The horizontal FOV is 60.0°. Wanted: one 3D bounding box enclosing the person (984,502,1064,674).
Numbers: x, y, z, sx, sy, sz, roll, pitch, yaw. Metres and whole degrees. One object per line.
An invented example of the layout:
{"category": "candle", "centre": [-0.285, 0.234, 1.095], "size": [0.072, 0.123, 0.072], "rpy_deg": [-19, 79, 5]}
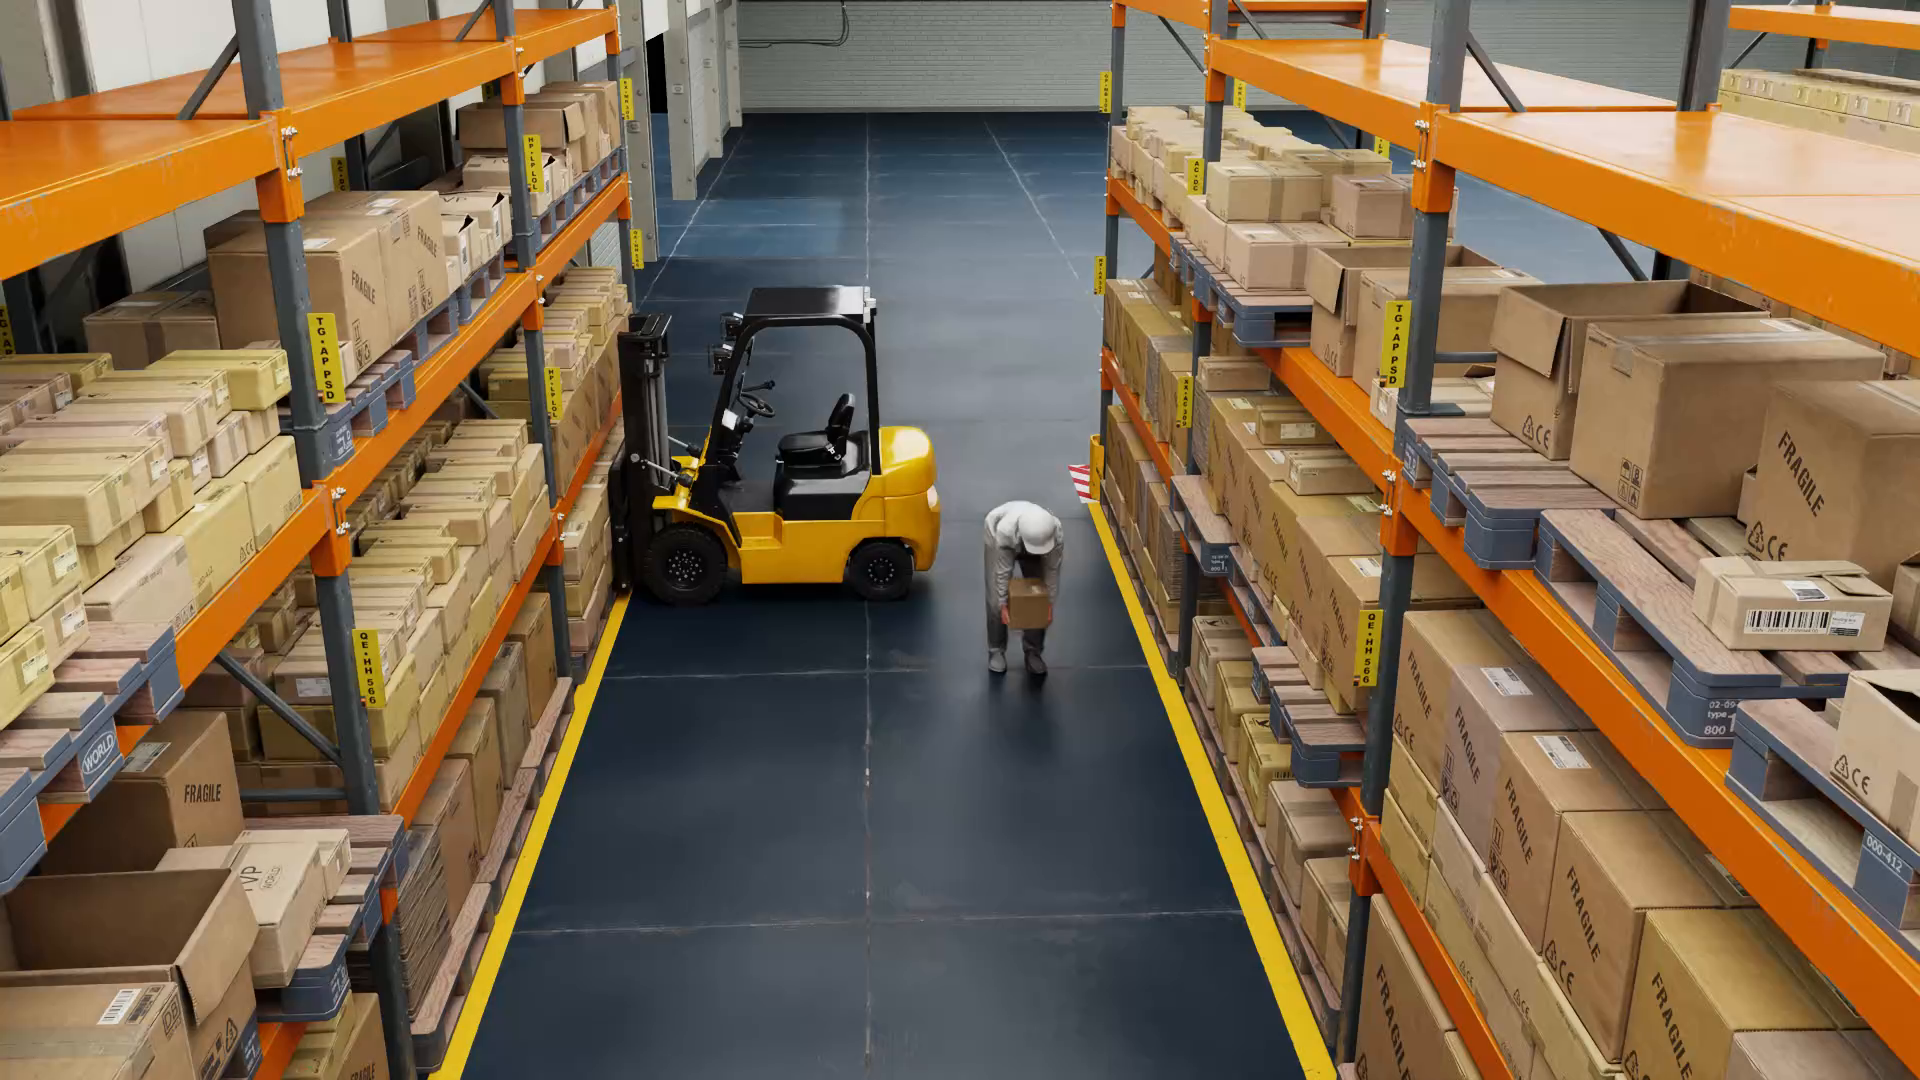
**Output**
{"category": "person", "centre": [0.427, 0.305, 10.873], "size": [0.463, 1.319, 0.959], "rpy_deg": [-3, 20, -8]}
